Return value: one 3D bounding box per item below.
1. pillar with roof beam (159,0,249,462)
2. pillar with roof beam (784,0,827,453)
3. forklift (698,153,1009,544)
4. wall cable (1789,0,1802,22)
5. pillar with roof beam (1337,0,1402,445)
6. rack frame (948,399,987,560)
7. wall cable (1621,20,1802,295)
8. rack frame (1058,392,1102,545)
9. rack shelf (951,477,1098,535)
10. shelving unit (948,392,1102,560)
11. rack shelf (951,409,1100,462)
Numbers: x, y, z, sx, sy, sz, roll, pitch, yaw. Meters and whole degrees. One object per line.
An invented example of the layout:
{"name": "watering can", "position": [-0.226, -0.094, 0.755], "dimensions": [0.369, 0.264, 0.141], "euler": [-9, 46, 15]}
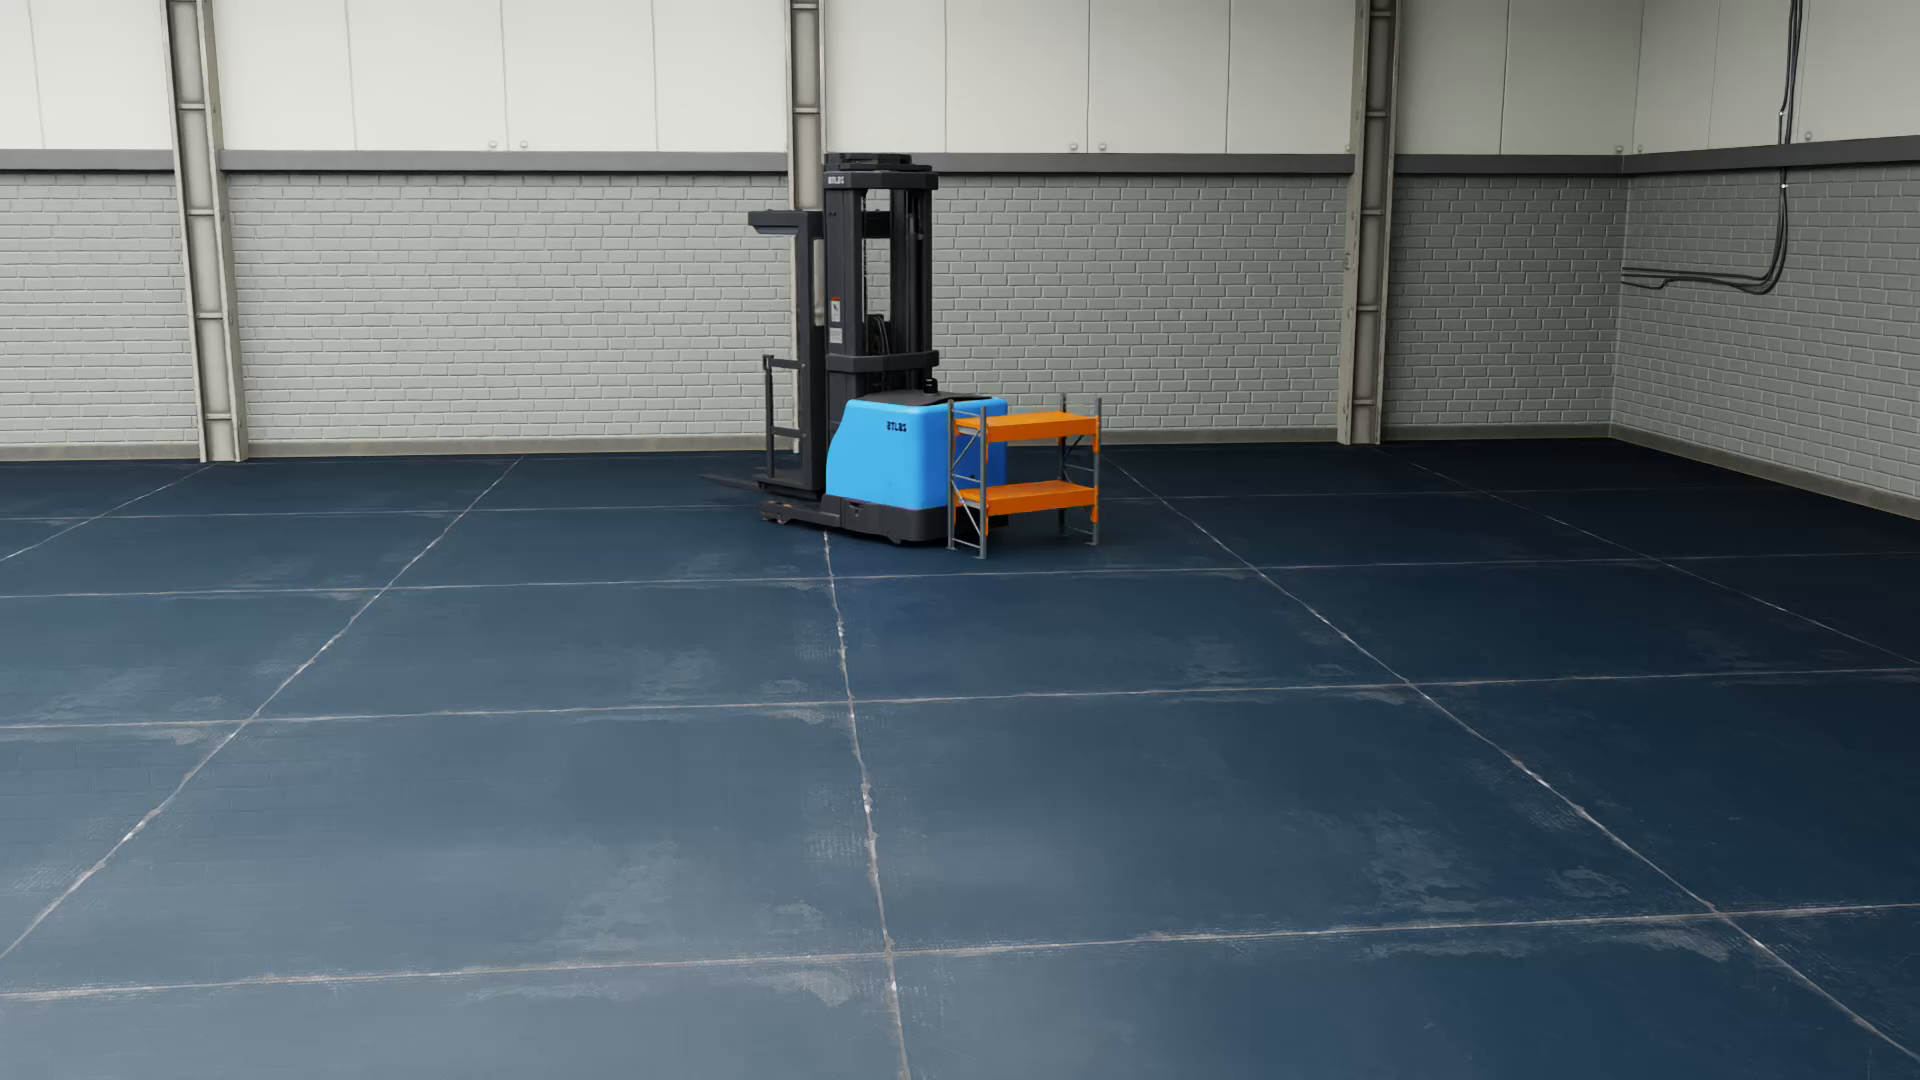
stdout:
{"name": "pillar with roof beam", "position": [-7.074, -4.415, 11.996], "dimensions": [0.400, 9.000, 9.100], "euler": [-1, 11, -6]}
{"name": "pillar with roof beam", "position": [-1.109, -4.540, 12.632], "dimensions": [0.400, 9.000, 9.100], "euler": [-1, 11, -6]}
{"name": "forklift", "position": [-1.008, -1.627, 13.547], "dimensions": [1.130, 2.935, 3.031], "euler": [-11, 15, -43]}
{"name": "wall cable", "position": [7.755, -5.734, 13.663], "dimensions": [0.112, 2.526, 3.097], "euler": [-1, 11, -6]}
{"name": "pillar with roof beam", "position": [4.856, -4.665, 13.268], "dimensions": [0.400, 9.000, 9.100], "euler": [-1, 11, -6]}
{"name": "rack frame", "position": [0.050, -0.450, 12.240], "dimensions": [0.032, 1.125, 0.500], "euler": [-7, 13, -31]}
{"name": "wall cable", "position": [7.462, -3.775, 16.789], "dimensions": [0.112, 2.526, 3.097], "euler": [-1, 11, -6]}
{"name": "rack frame", "position": [0.917, -0.552, 12.762], "dimensions": [0.032, 1.125, 0.500], "euler": [-7, 13, -31]}
{"name": "rack shelf", "position": [0.484, -0.261, 12.548], "dimensions": [1.000, 0.278, 0.538], "euler": [-7, 13, -31]}
{"name": "shelving unit", "position": [0.484, -0.501, 12.501], "dimensions": [1.048, 1.125, 0.538], "euler": [-7, 13, -31]}
{"name": "rack shelf", "position": [0.484, -0.788, 12.445], "dimensions": [1.000, 0.278, 0.538], "euler": [-7, 13, -31]}
